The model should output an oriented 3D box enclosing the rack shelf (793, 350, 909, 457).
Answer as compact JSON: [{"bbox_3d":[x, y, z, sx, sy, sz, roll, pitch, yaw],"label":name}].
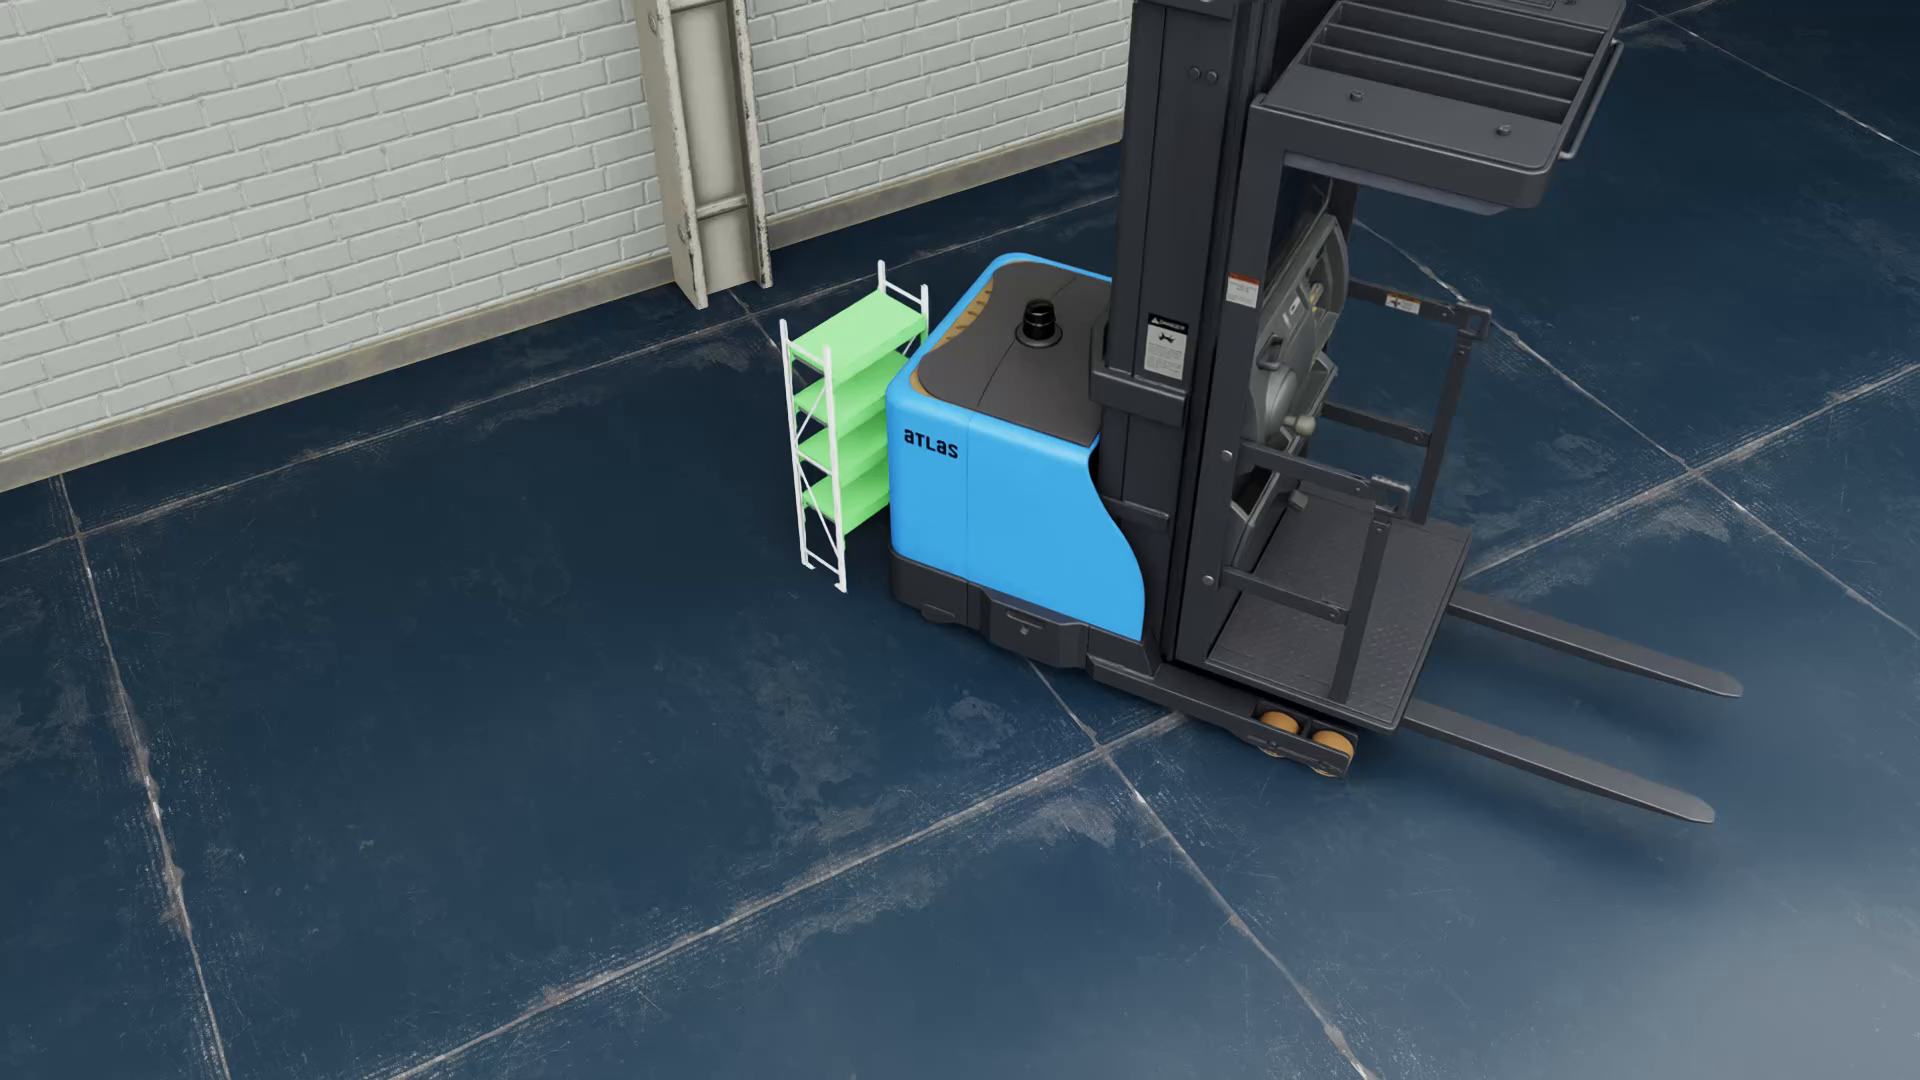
[{"bbox_3d":[-0.374,-0.536,6.187,0.258,0.148,0.480,33,53,29],"label":"rack shelf"}]

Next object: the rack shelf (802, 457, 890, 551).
[{"bbox_3d":[-0.374,-0.191,6.522,0.258,0.148,0.480,33,53,29],"label":"rack shelf"}]

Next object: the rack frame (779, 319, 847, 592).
[{"bbox_3d":[-0.540,-0.285,6.182,0.240,1.200,0.015,33,53,29],"label":"rack frame"}]

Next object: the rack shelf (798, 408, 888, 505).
[{"bbox_3d":[-0.374,-0.363,6.355,0.258,0.148,0.480,33,53,29],"label":"rack shelf"}]

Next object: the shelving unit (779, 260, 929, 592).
[{"bbox_3d":[-0.374,-0.409,6.310,0.258,1.200,0.503,33,53,29],"label":"shelving unit"}]

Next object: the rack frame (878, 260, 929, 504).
[{"bbox_3d":[-0.208,-0.534,6.438,0.240,1.200,0.015,33,53,29],"label":"rack frame"}]

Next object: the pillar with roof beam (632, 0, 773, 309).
[{"bbox_3d":[0.998,-1.881,2.227,0.400,9.000,9.100,-22,48,-21],"label":"pillar with roof beam"}]

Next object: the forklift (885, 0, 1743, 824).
[{"bbox_3d":[1.276,-0.641,5.306,3.031,2.935,1.130,19,47,19],"label":"forklift"}]

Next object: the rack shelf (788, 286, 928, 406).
[{"bbox_3d":[-0.374,-0.708,6.020,0.258,0.148,0.480,33,53,29],"label":"rack shelf"}]
